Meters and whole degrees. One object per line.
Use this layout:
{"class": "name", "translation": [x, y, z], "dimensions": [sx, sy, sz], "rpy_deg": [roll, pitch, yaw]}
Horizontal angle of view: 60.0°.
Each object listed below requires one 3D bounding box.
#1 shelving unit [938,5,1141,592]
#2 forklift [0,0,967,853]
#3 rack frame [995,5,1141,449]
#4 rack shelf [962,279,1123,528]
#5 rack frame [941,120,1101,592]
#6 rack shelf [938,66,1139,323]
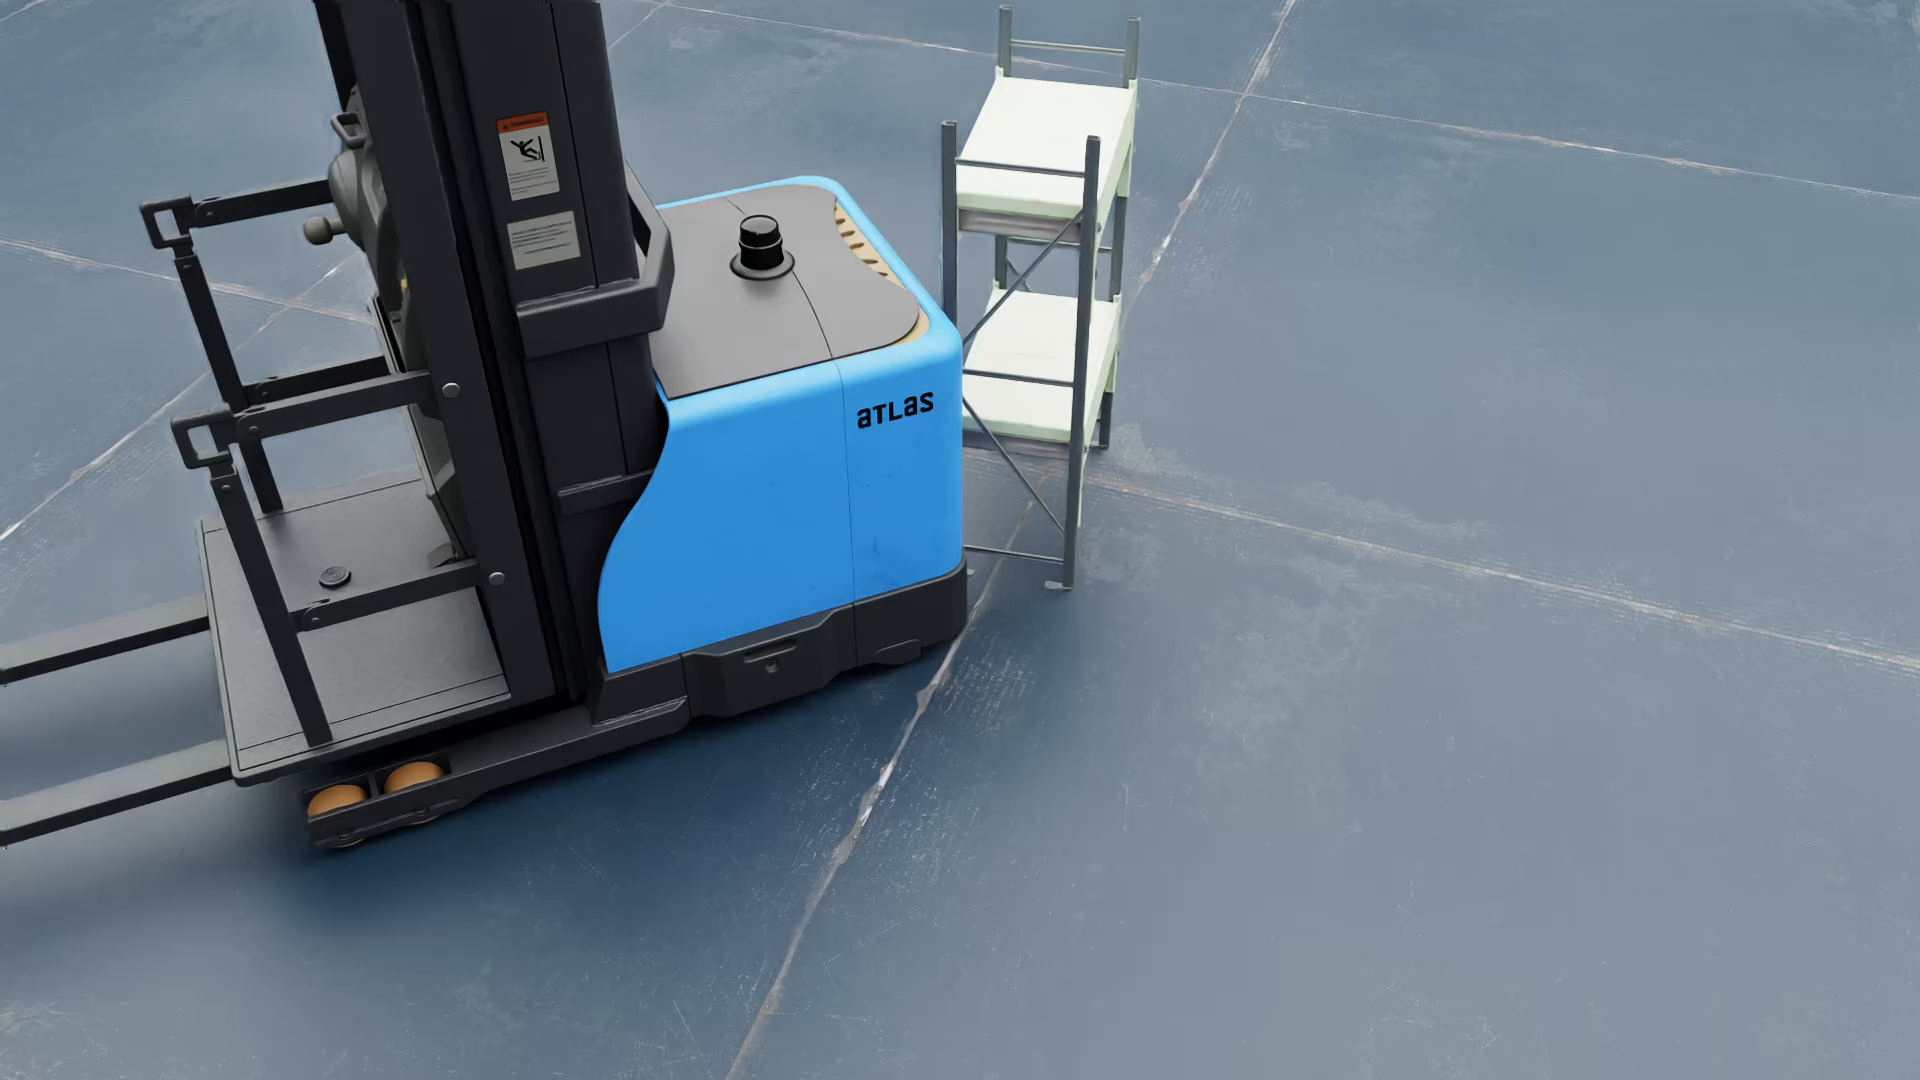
{"class": "shelving unit", "translation": [0.230, -0.680, 4.892], "dimensions": [0.431, 1.500, 0.755], "rpy_deg": [8, 41, 9]}
{"class": "forklift", "translation": [-1.543, -0.710, 3.824], "dimensions": [3.031, 2.935, 1.130], "rpy_deg": [-16, 43, -18]}
{"class": "rack frame", "translation": [0.308, -0.912, 5.164], "dimensions": [0.400, 1.500, 0.023], "rpy_deg": [8, 41, 9]}
{"class": "rack shelf", "translation": [0.230, -0.432, 5.104], "dimensions": [0.431, 0.370, 0.720], "rpy_deg": [8, 41, 9]}
{"class": "rack frame", "translation": [0.151, -0.448, 4.620], "dimensions": [0.400, 1.500, 0.023], "rpy_deg": [8, 41, 9]}
{"class": "rack shelf", "translation": [0.230, -0.977, 4.639], "dimensions": [0.431, 0.370, 0.720], "rpy_deg": [8, 41, 9]}
